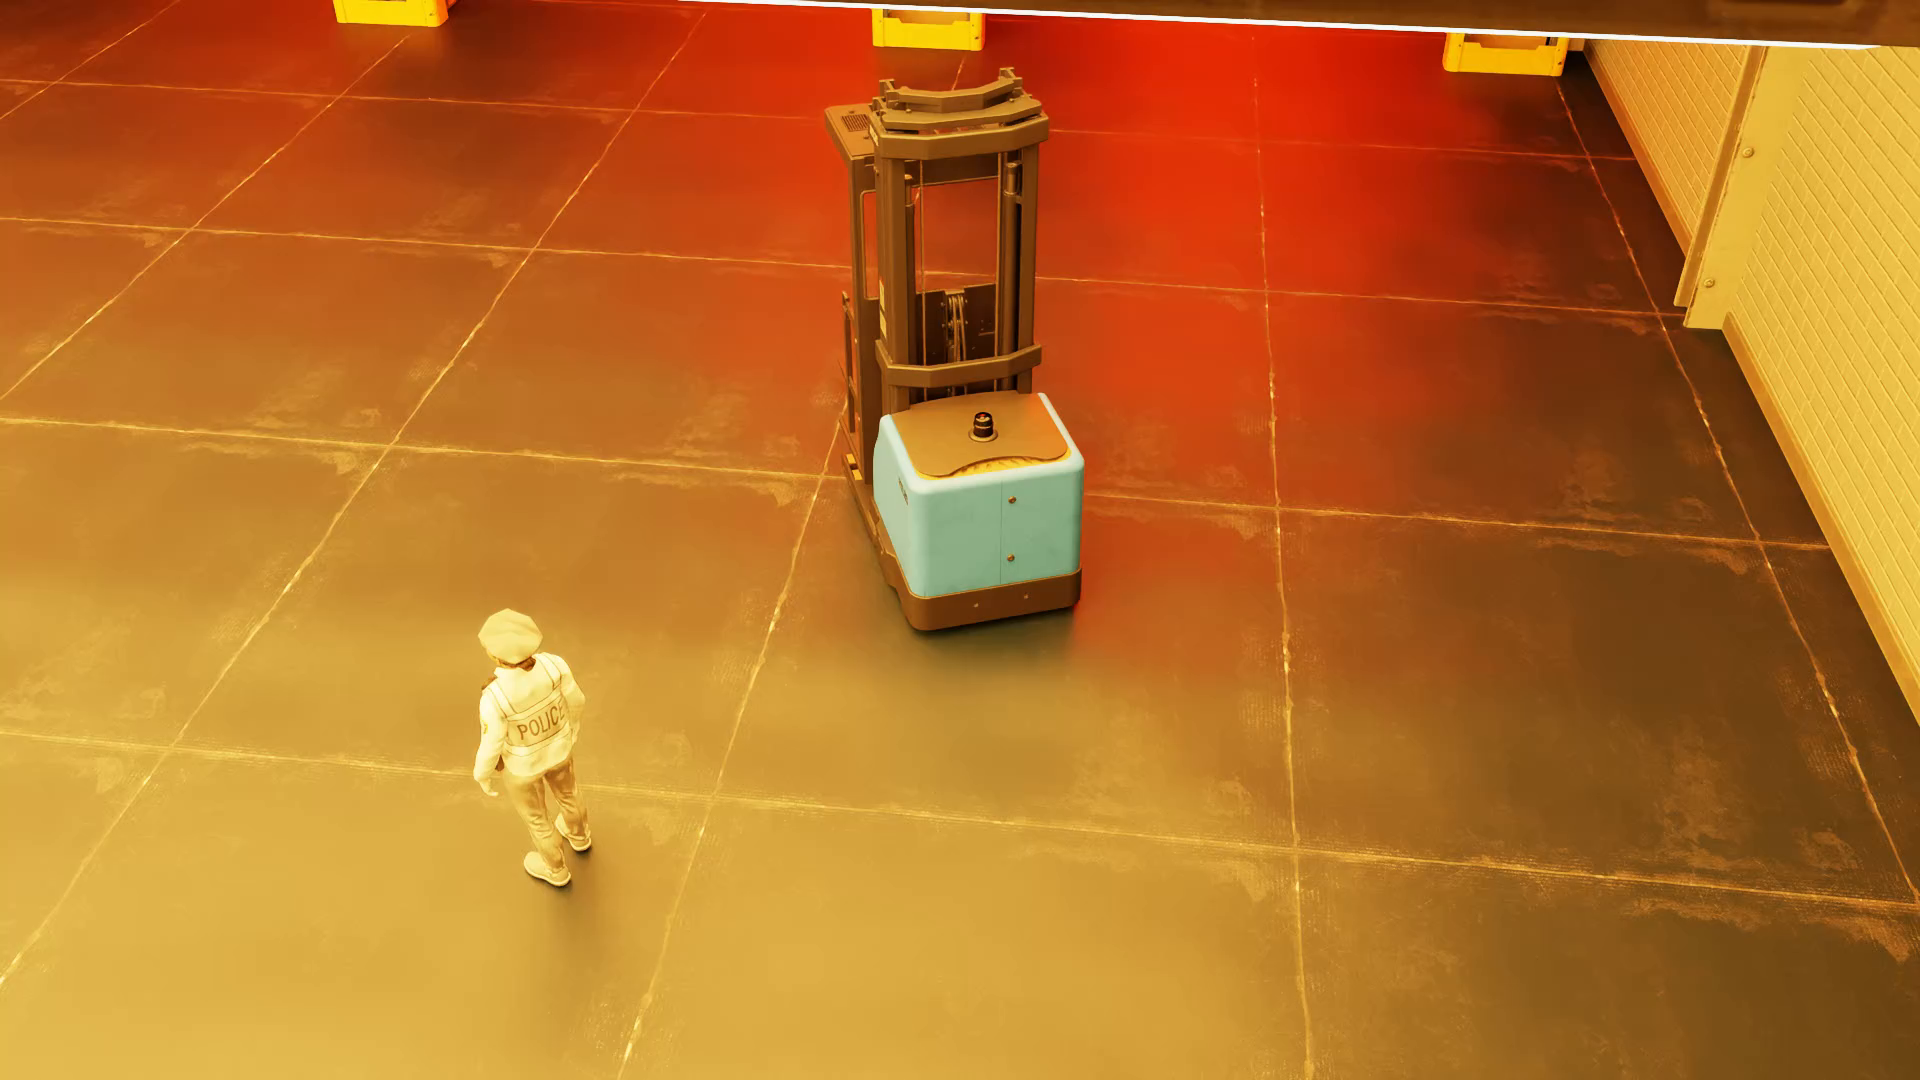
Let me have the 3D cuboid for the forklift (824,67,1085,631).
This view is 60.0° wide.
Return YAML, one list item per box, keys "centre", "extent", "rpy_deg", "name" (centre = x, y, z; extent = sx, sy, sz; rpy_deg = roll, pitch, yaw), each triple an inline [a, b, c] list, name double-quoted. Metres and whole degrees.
- centre: [-0.159, -1.528, 10.103]
  extent: [1.130, 2.935, 3.031]
  rpy_deg: [-9, 37, -12]
  name: "forklift"

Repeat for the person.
- centre: [-2.025, 0.961, 7.756]
  extent: [0.530, 1.694, 0.586]
  rpy_deg: [30, 46, 34]
  name: "person"
